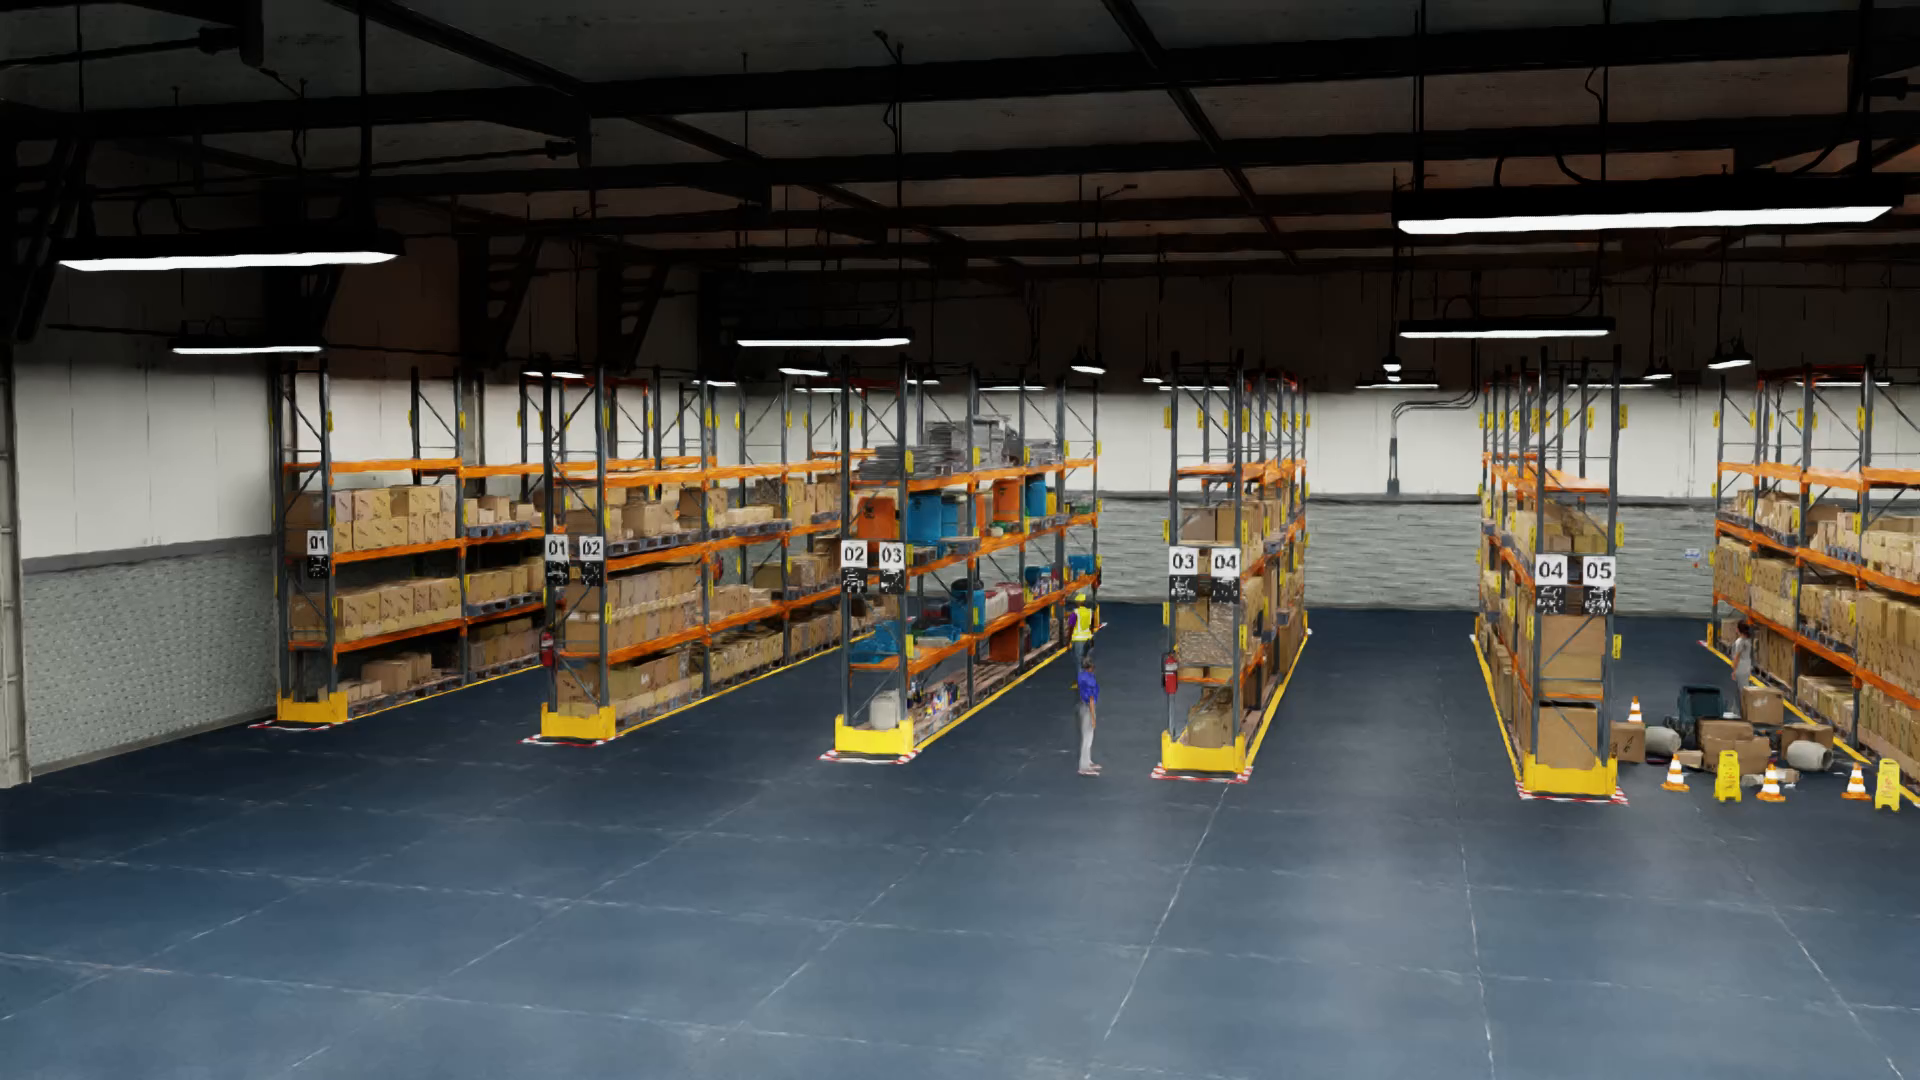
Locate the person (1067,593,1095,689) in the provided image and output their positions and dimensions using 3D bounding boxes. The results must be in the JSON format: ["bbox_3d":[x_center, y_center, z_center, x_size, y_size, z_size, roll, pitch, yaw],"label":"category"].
[{"bbox_3d":[2.239,1.869,31.111,0.673,1.763,0.580,-4,6,-44],"label":"person"}]

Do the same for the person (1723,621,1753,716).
[{"bbox_3d":[12.949,2.168,27.620,0.571,1.663,0.553,4,5,41],"label":"person"}]

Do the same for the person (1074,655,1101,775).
[{"bbox_3d":[1.834,2.465,23.602,0.414,1.666,0.506,-1,4,-15],"label":"person"}]
